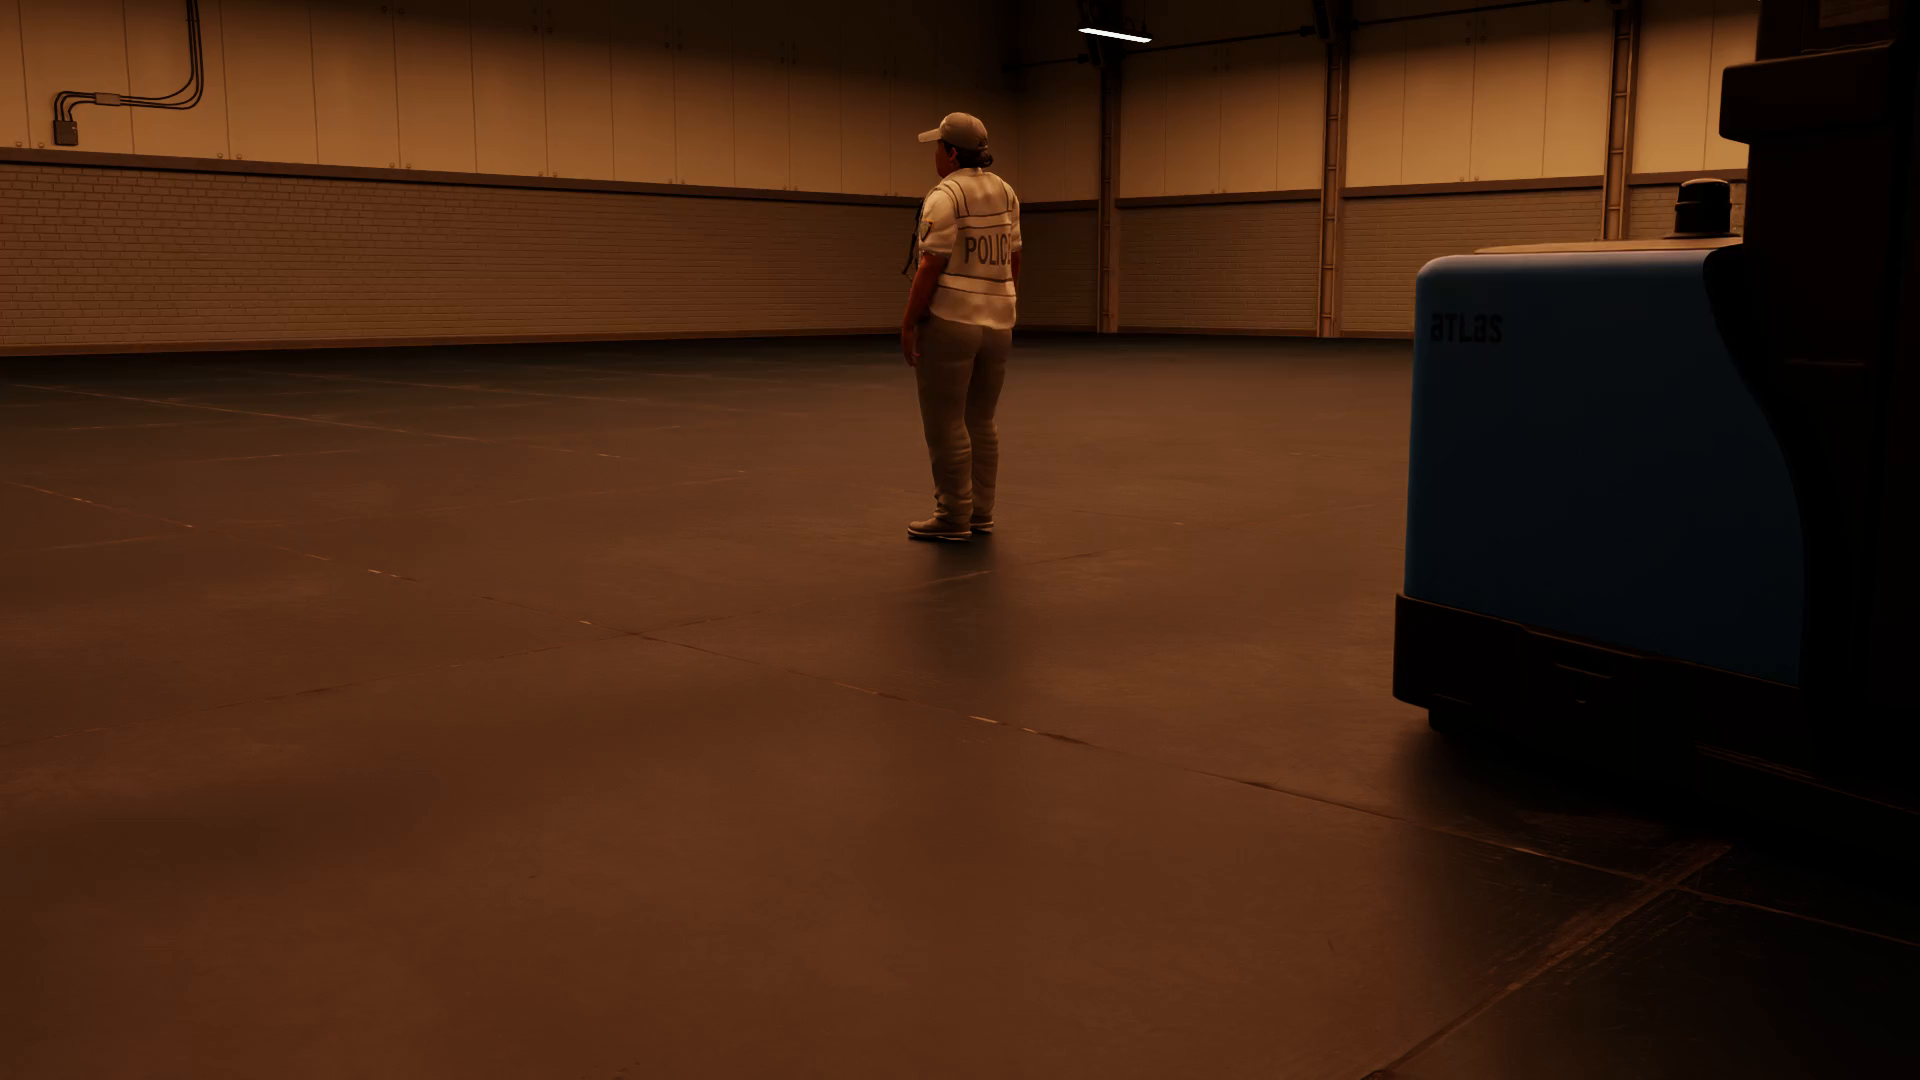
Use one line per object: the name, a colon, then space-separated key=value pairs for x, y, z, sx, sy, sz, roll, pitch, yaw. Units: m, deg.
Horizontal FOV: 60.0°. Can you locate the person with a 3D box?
person: x=-0.039 y=-0.843 z=6.661 sx=0.529 sy=1.670 sz=0.598 roll=8 pitch=12 yaw=43

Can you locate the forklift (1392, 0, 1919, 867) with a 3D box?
forklift: x=2.135 y=-0.861 z=2.588 sx=1.130 sy=2.935 sz=3.031 roll=-5 pitch=10 yaw=-28
